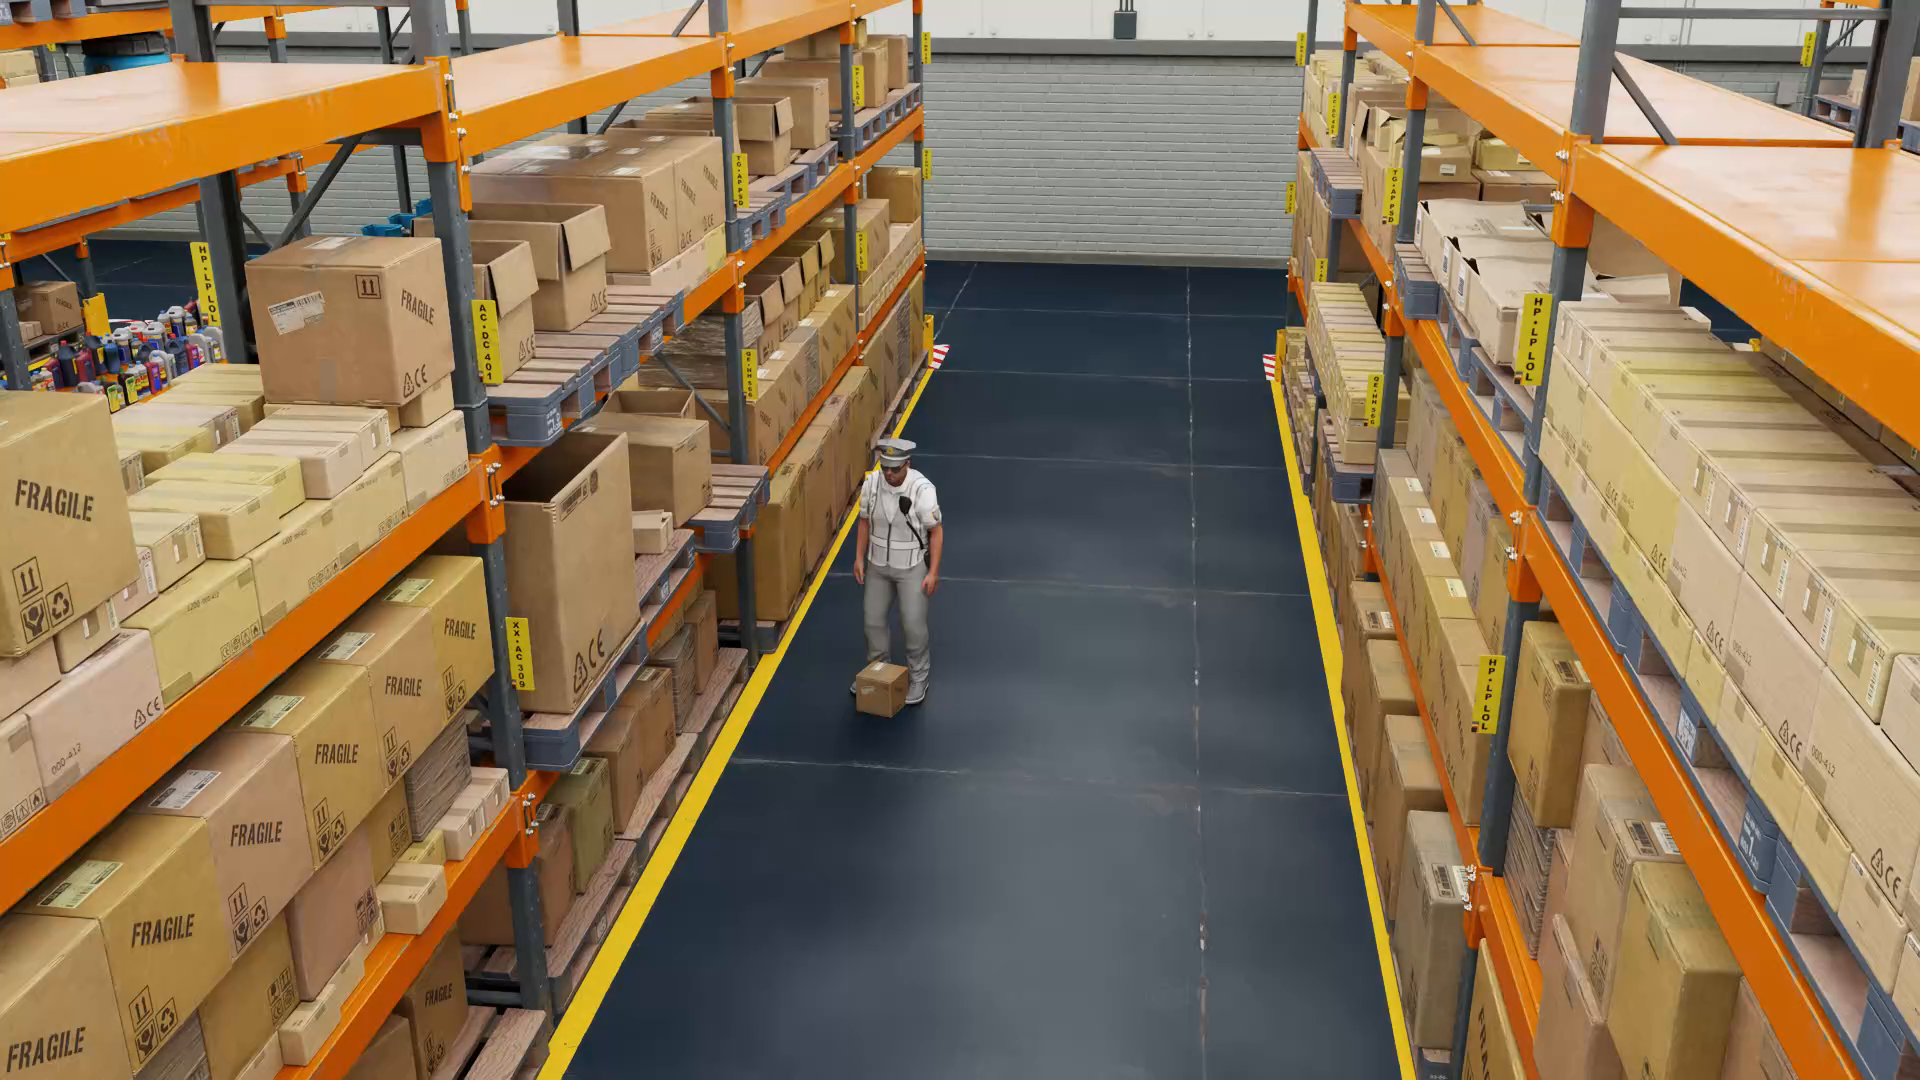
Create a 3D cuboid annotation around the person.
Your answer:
[{"bbox_3d":[-0.392,0.164,10.645,0.589,1.747,0.434,8,23,21],"label":"person"}]
